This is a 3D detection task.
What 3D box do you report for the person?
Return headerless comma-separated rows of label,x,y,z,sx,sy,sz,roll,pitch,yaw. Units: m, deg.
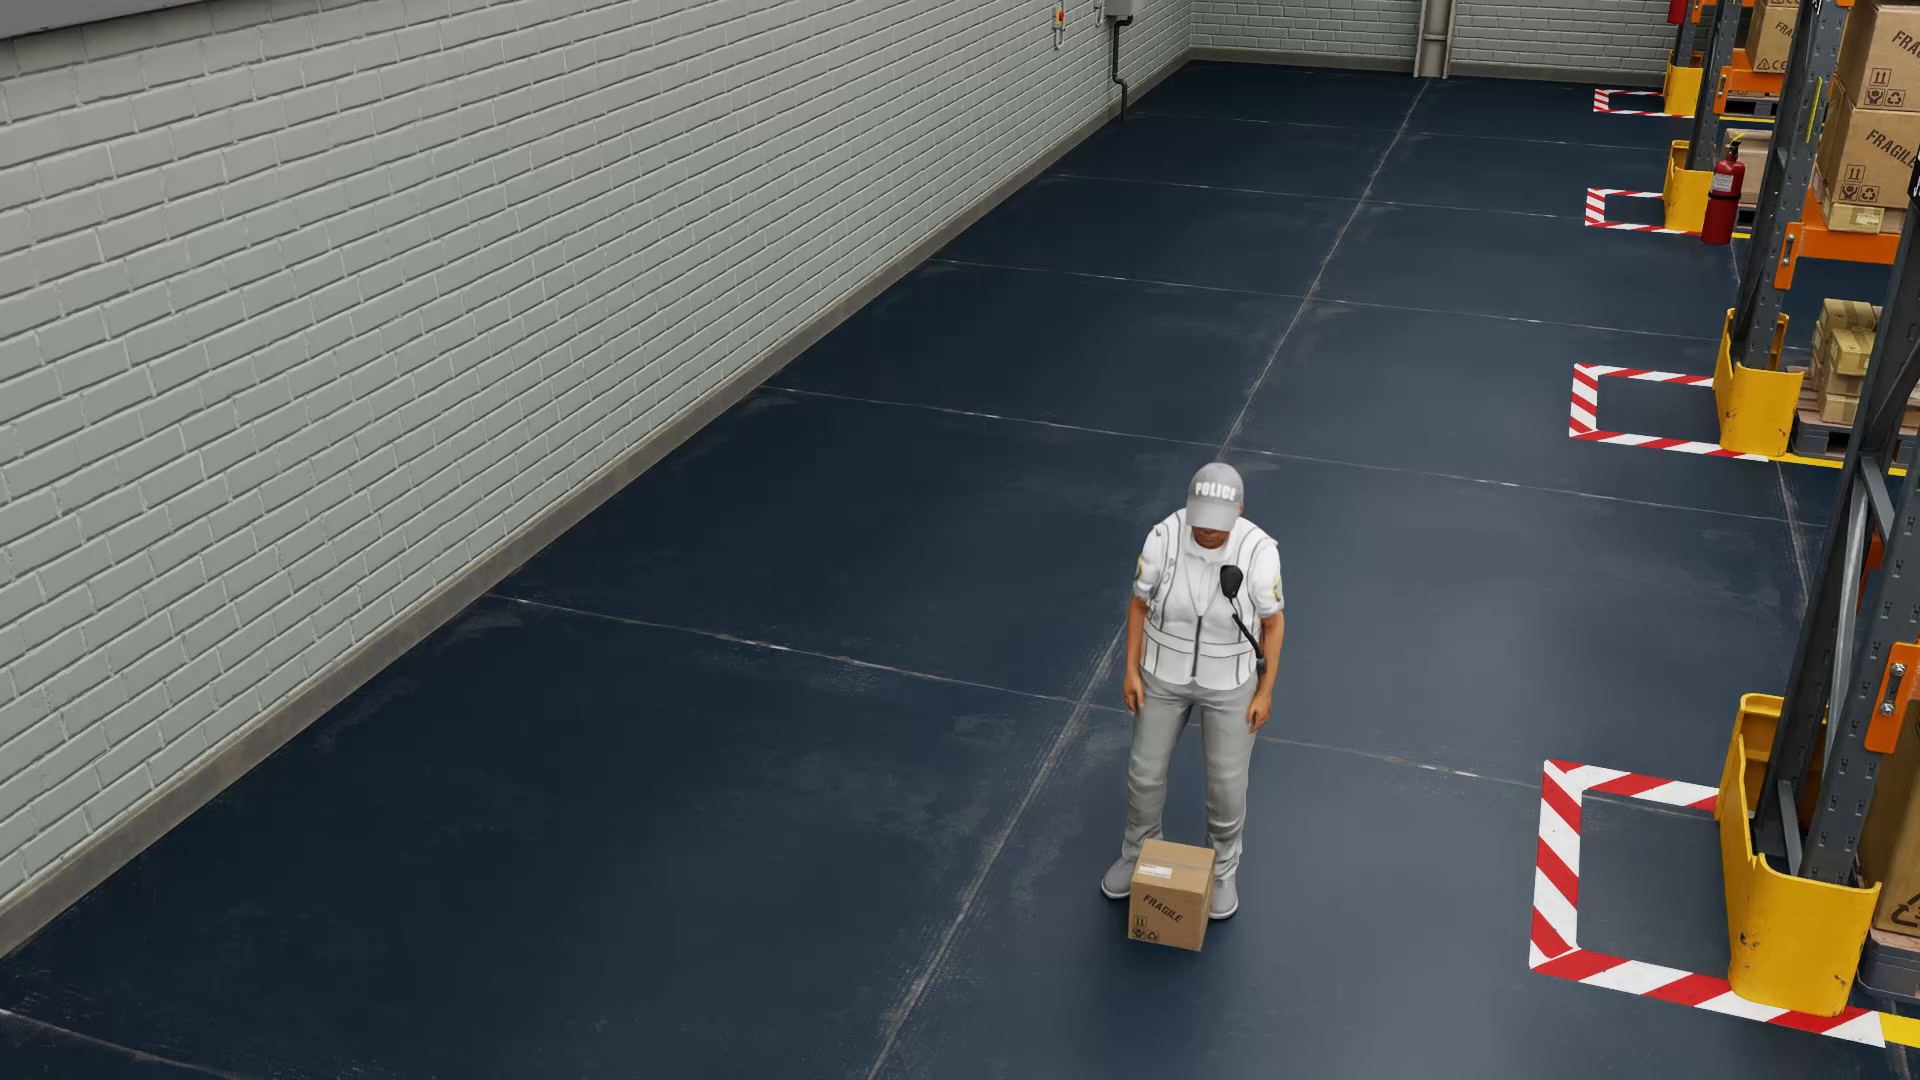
person,0.792,0.488,5.600,0.541,1.665,0.465,8,27,16
